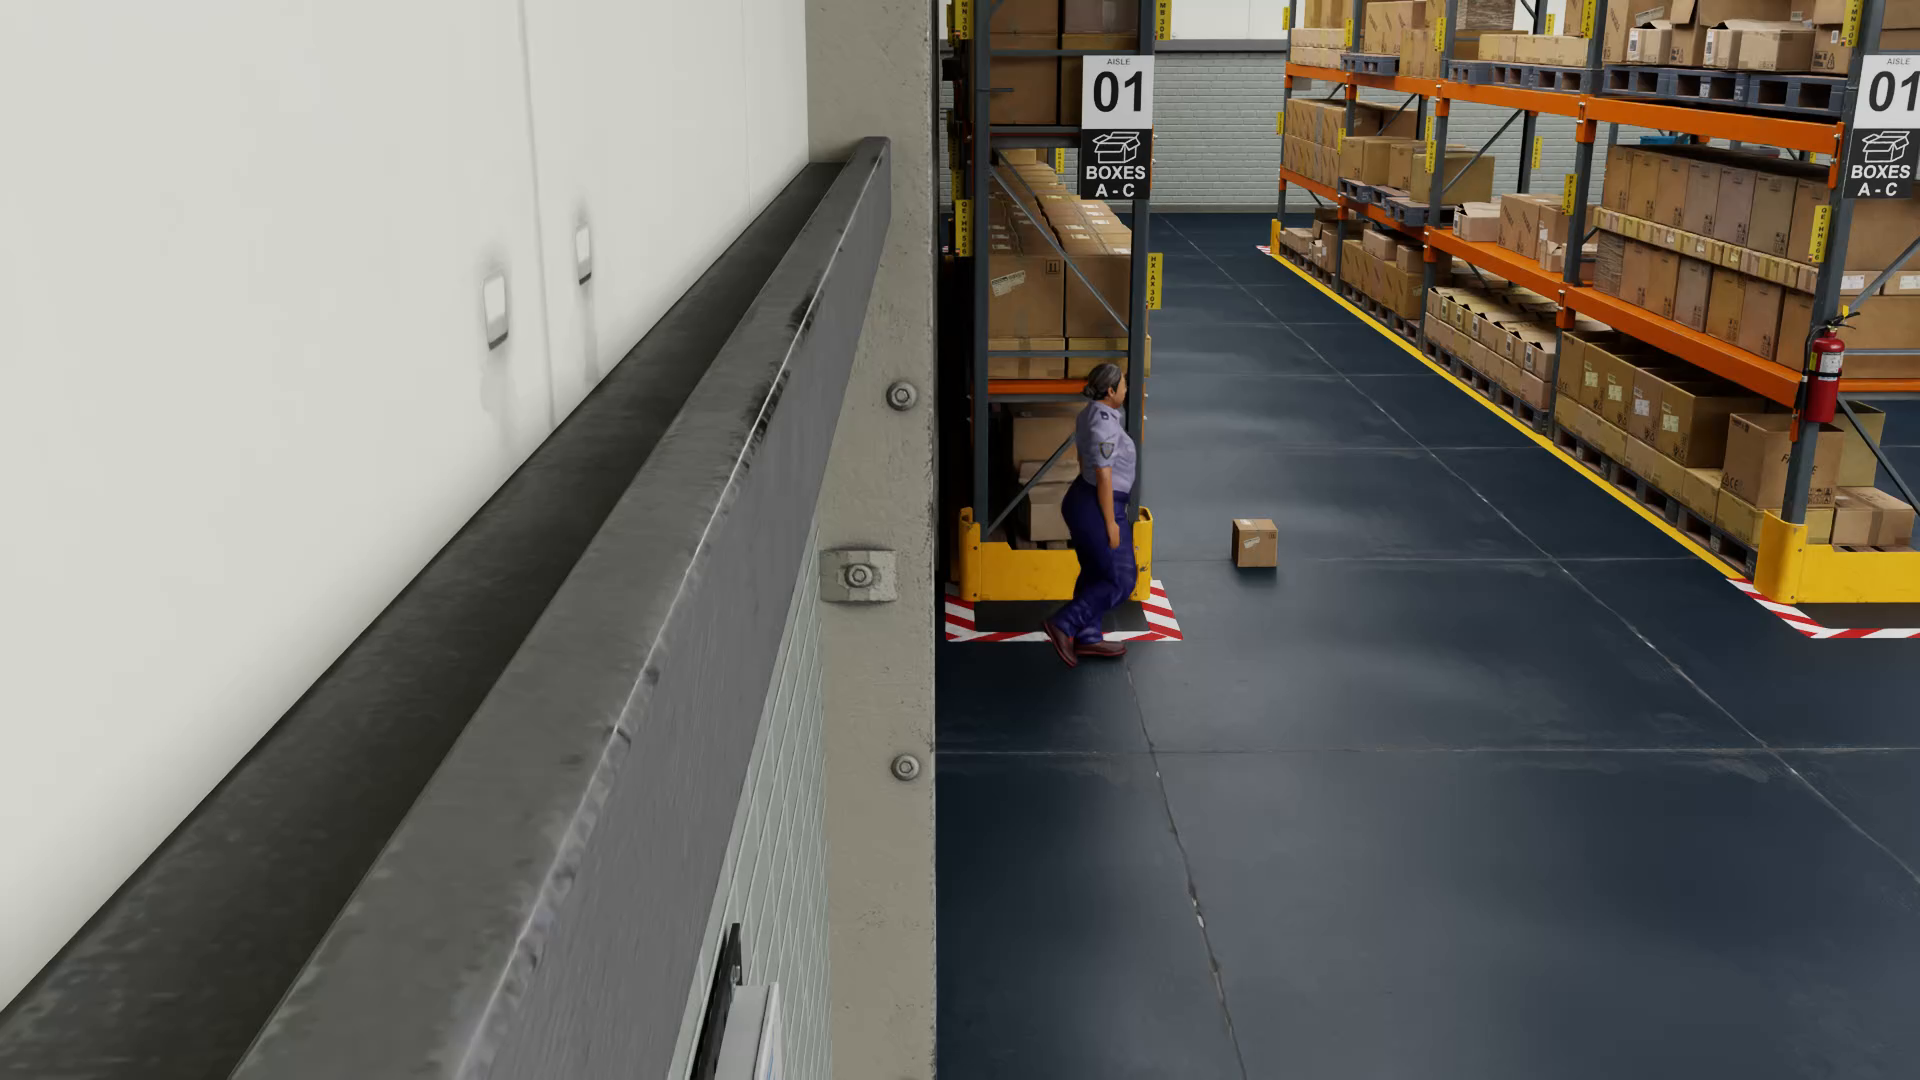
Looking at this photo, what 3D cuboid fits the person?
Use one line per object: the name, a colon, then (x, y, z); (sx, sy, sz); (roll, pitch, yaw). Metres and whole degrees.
person: (0.676, -0.121, 8.919); (0.514, 1.620, 0.503); (-3, 17, -8)
